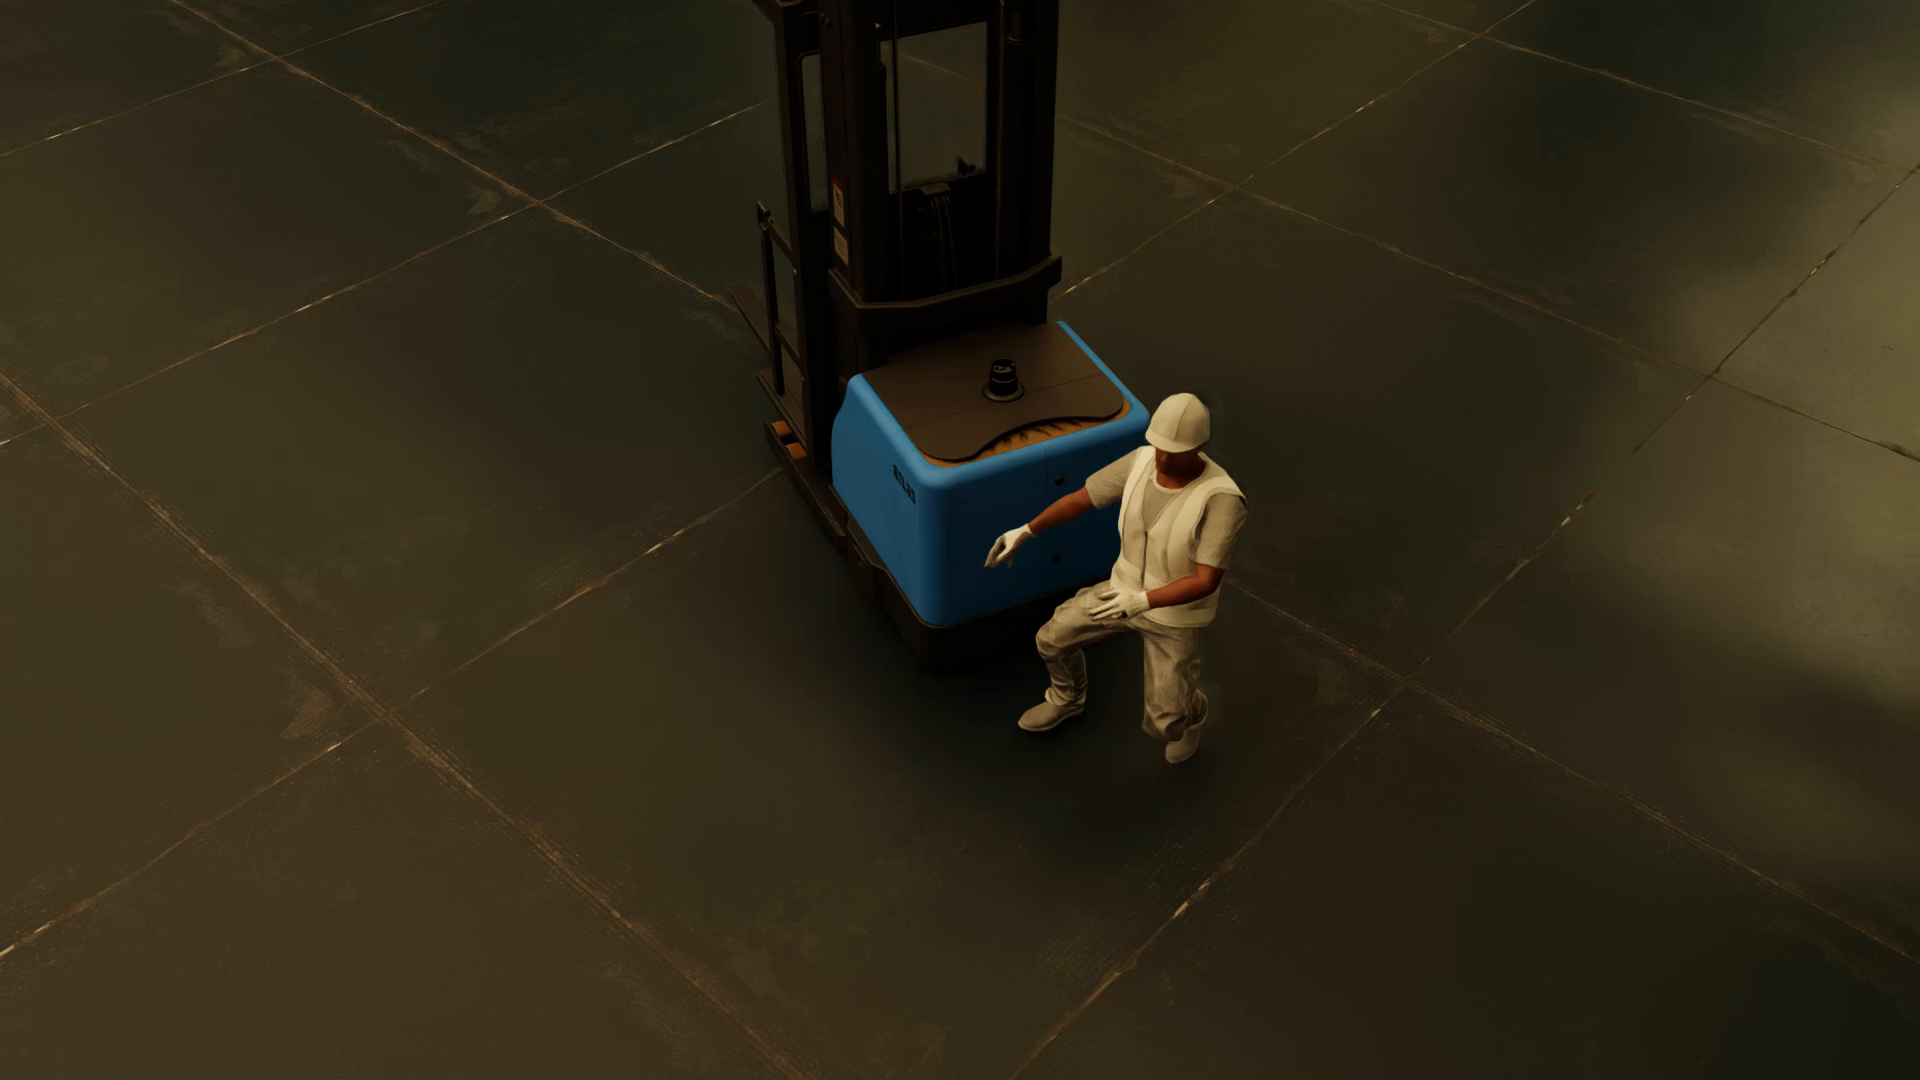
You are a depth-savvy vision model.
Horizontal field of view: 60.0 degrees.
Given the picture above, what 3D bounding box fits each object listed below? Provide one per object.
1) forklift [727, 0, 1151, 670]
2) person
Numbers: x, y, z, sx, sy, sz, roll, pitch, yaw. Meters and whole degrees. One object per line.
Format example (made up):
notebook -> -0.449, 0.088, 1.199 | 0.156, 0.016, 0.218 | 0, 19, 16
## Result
forklift -> -0.303, -1.531, 7.212 | 1.130, 2.935, 3.031 | -17, 43, -19
person -> 0.600, 0.177, 6.224 | 0.661, 1.634, 0.898 | -33, 50, -32
